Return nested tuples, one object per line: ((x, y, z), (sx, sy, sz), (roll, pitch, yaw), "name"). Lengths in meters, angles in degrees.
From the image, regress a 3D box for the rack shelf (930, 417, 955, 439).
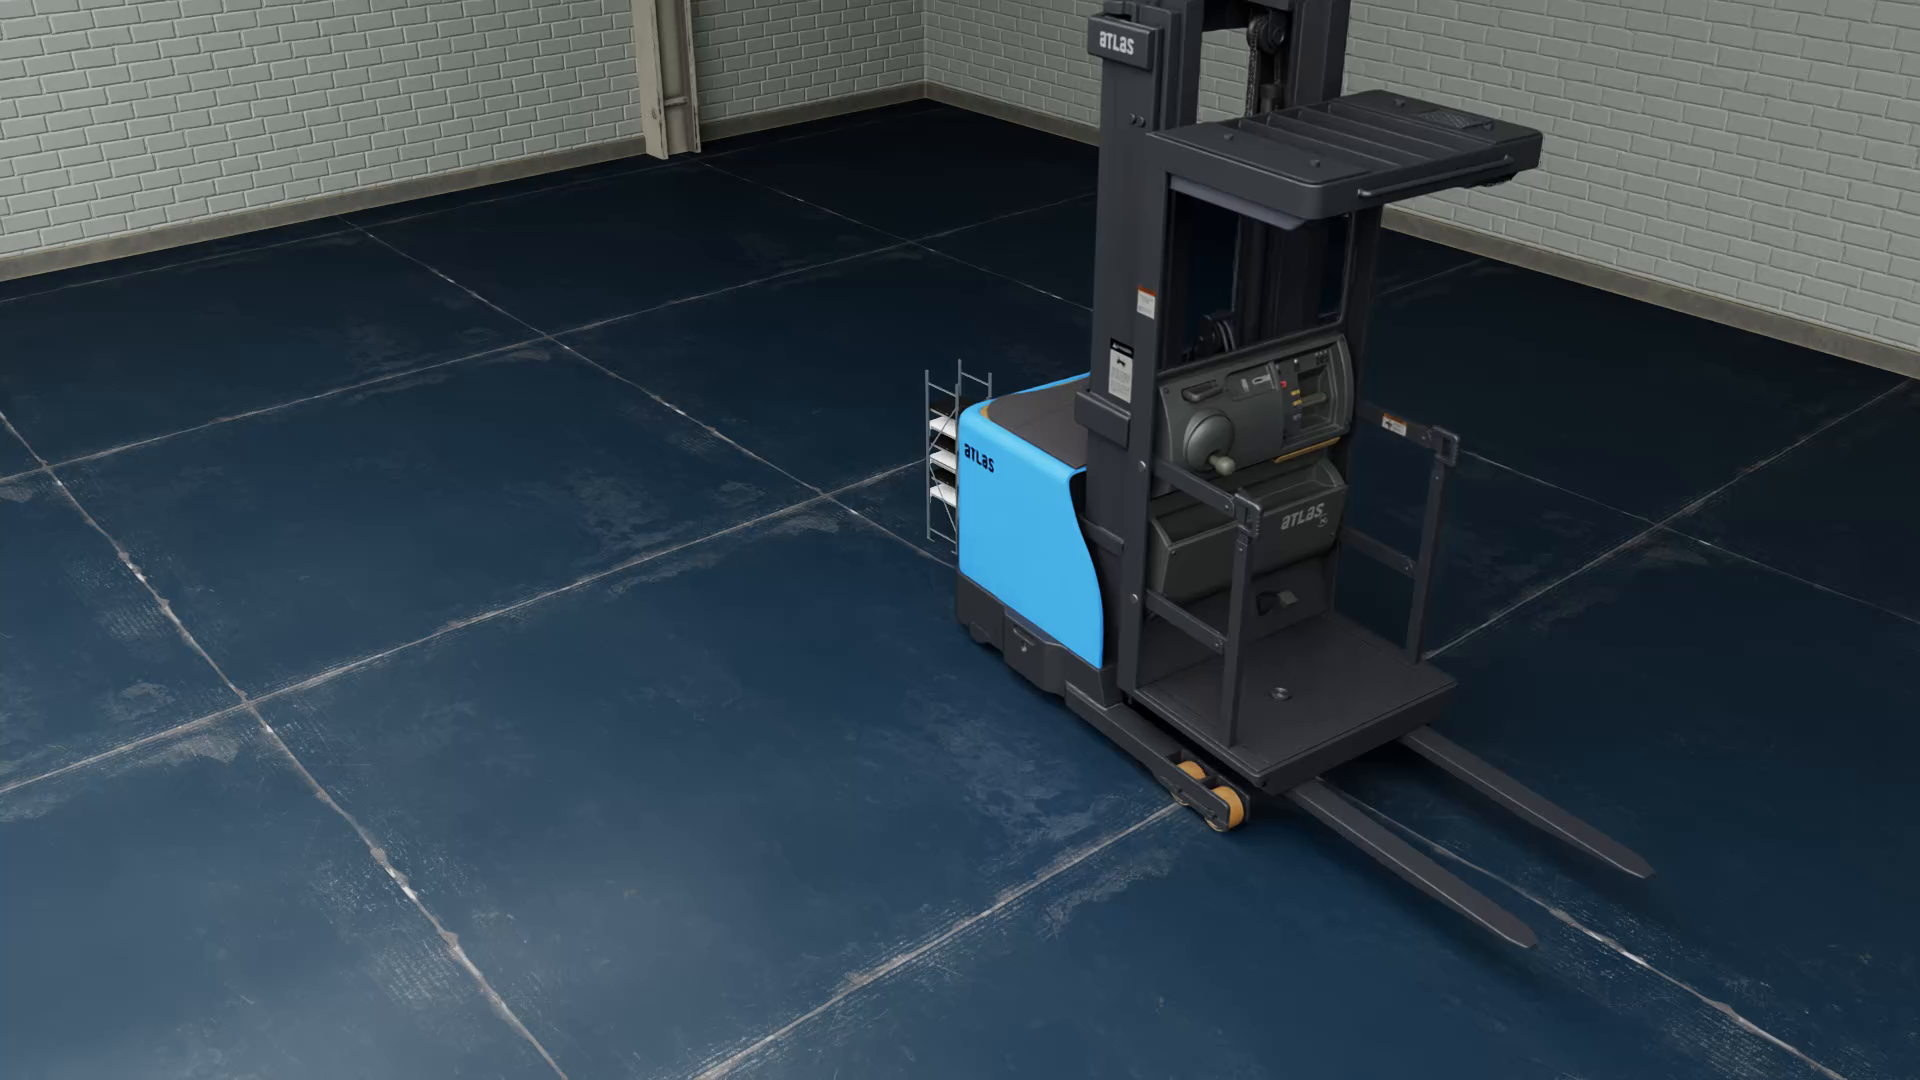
((-0.006, -0.524, 7.964), (0.200, 0.077, 0.258), (-22, 35, -35), "rack shelf")

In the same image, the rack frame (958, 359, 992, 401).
((0.071, -0.426, 8.091), (0.006, 0.900, 0.240), (-22, 35, -35), "rack frame")

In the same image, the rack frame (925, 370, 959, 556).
((-0.084, -0.363, 7.975), (0.006, 0.900, 0.240), (-22, 35, -35), "rack frame")

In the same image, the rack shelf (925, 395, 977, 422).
((-0.006, -0.603, 7.922), (0.200, 0.077, 0.258), (-22, 35, -35), "rack shelf")

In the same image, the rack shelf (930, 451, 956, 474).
((-0.006, -0.365, 8.049), (0.200, 0.077, 0.258), (-22, 35, -35), "rack shelf")

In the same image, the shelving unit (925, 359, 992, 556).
((-0.006, -0.394, 8.033), (0.210, 0.900, 0.258), (-22, 35, -35), "shelving unit")

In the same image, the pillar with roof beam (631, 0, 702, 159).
((0.270, -5.841, 9.633), (0.400, 9.000, 9.100), (-22, 35, -35), "pillar with roof beam")

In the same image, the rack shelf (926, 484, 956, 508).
((-0.006, -0.206, 8.134), (0.200, 0.077, 0.258), (-22, 35, -35), "rack shelf")

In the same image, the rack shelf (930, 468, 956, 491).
((-0.006, -0.286, 8.091), (0.200, 0.077, 0.258), (-22, 35, -35), "rack shelf")

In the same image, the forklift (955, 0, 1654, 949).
((1.231, -0.464, 6.008), (1.130, 2.935, 3.031), (-18, 33, -30), "forklift")

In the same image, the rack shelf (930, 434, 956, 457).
((-0.006, -0.444, 8.007), (0.200, 0.077, 0.258), (-22, 35, -35), "rack shelf")
